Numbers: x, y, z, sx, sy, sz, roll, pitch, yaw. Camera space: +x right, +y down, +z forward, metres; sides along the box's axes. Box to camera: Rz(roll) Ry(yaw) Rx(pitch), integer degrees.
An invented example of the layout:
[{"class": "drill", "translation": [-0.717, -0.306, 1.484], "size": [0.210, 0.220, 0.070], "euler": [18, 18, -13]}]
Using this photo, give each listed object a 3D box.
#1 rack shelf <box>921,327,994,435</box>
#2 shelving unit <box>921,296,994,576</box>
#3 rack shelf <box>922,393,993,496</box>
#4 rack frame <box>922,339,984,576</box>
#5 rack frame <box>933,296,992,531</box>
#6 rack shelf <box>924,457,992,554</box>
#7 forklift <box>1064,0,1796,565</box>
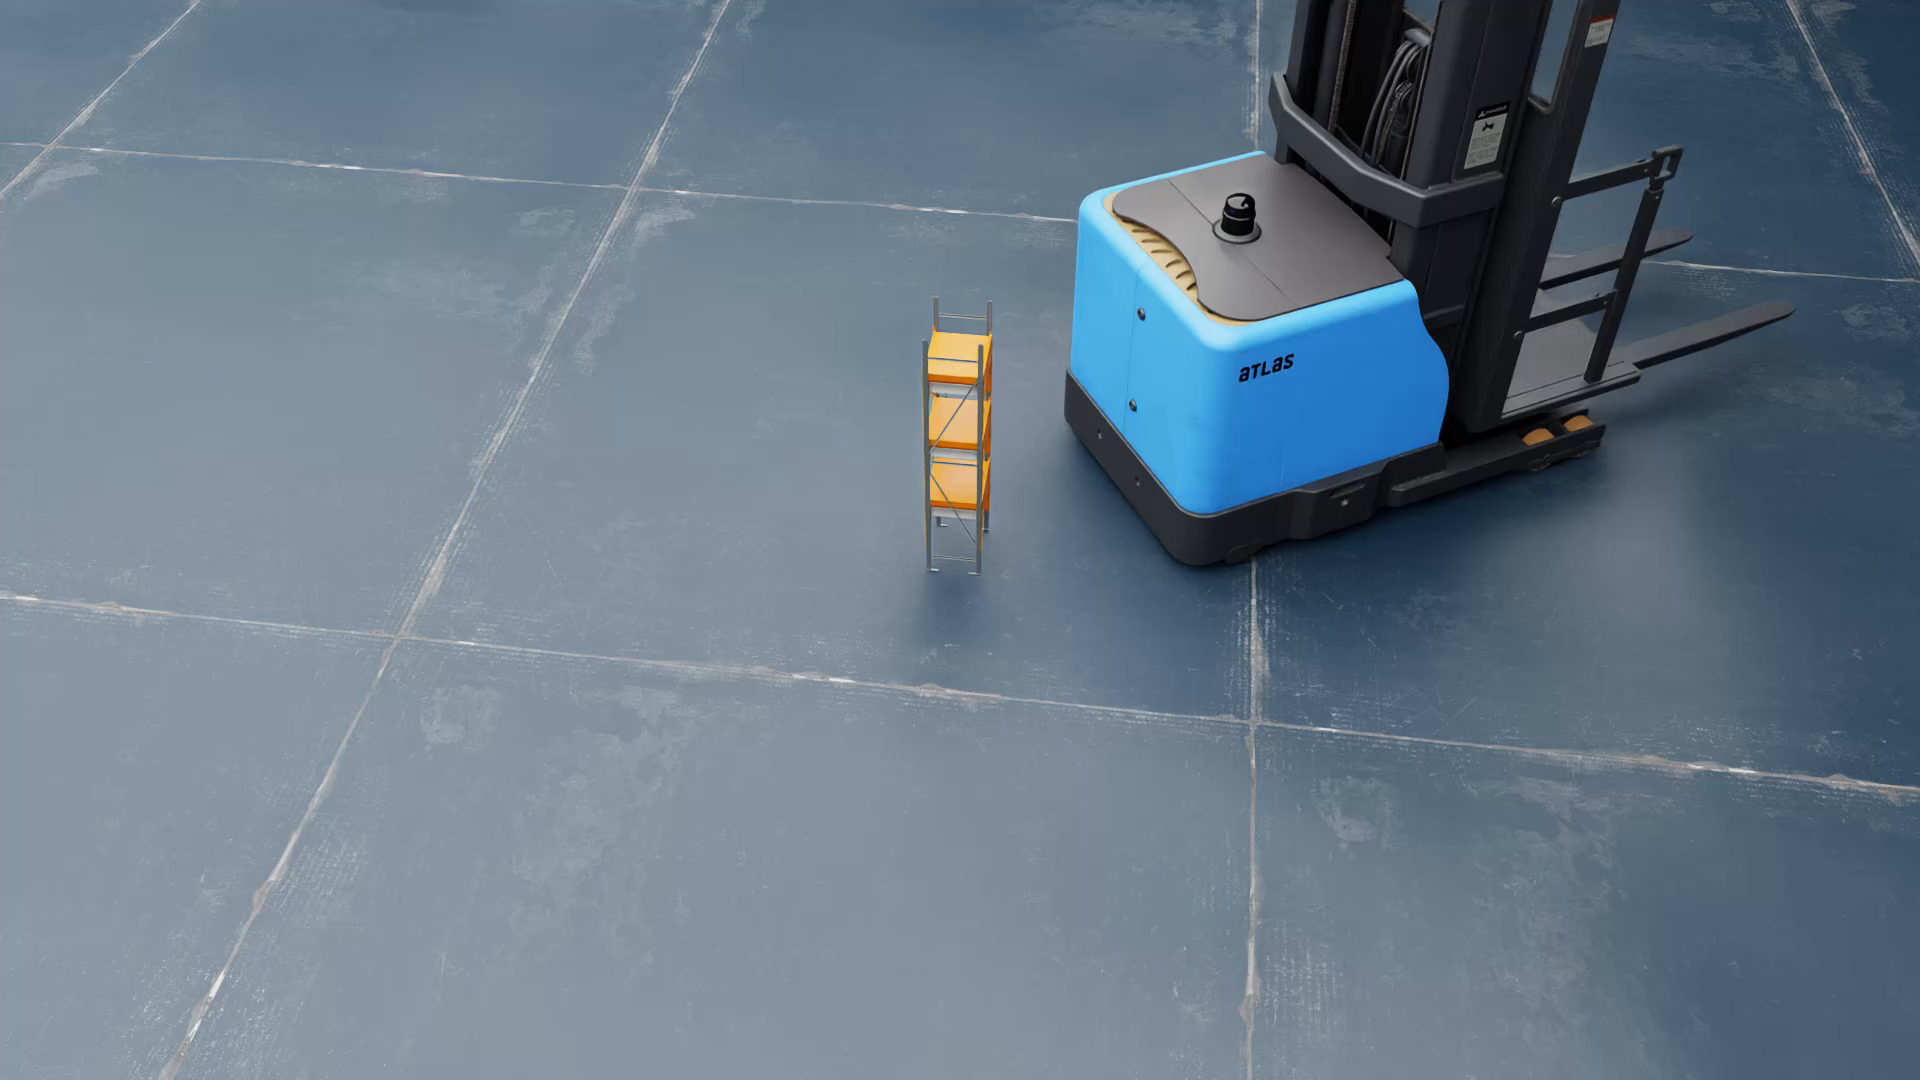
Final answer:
[{"class": "rack shelf", "translation": [-0.007, -0.543, 5.663], "size": [0.215, 0.259, 0.240], "euler": [5, 44, 6]}, {"class": "shelving unit", "translation": [-0.007, -0.345, 5.851], "size": [0.215, 1.050, 0.252], "euler": [5, 44, 6]}, {"class": "rack shelf", "translation": [-0.007, -0.337, 5.858], "size": [0.215, 0.259, 0.240], "euler": [5, 44, 6]}, {"class": "rack frame", "translation": [-0.023, -0.262, 5.763], "size": [0.200, 1.050, 0.008], "euler": [5, 44, 6]}, {"class": "rack frame", "translation": [0.009, -0.428, 5.938], "size": [0.200, 1.050, 0.008], "euler": [5, 44, 6]}, {"class": "rack shelf", "translation": [-0.007, -0.135, 6.049], "size": [0.215, 0.259, 0.240], "euler": [5, 44, 6]}, {"class": "forklift", "translation": [1.979, -1.651, 5.862], "size": [3.031, 2.935, 1.130], "euler": [-17, 46, -17]}]
